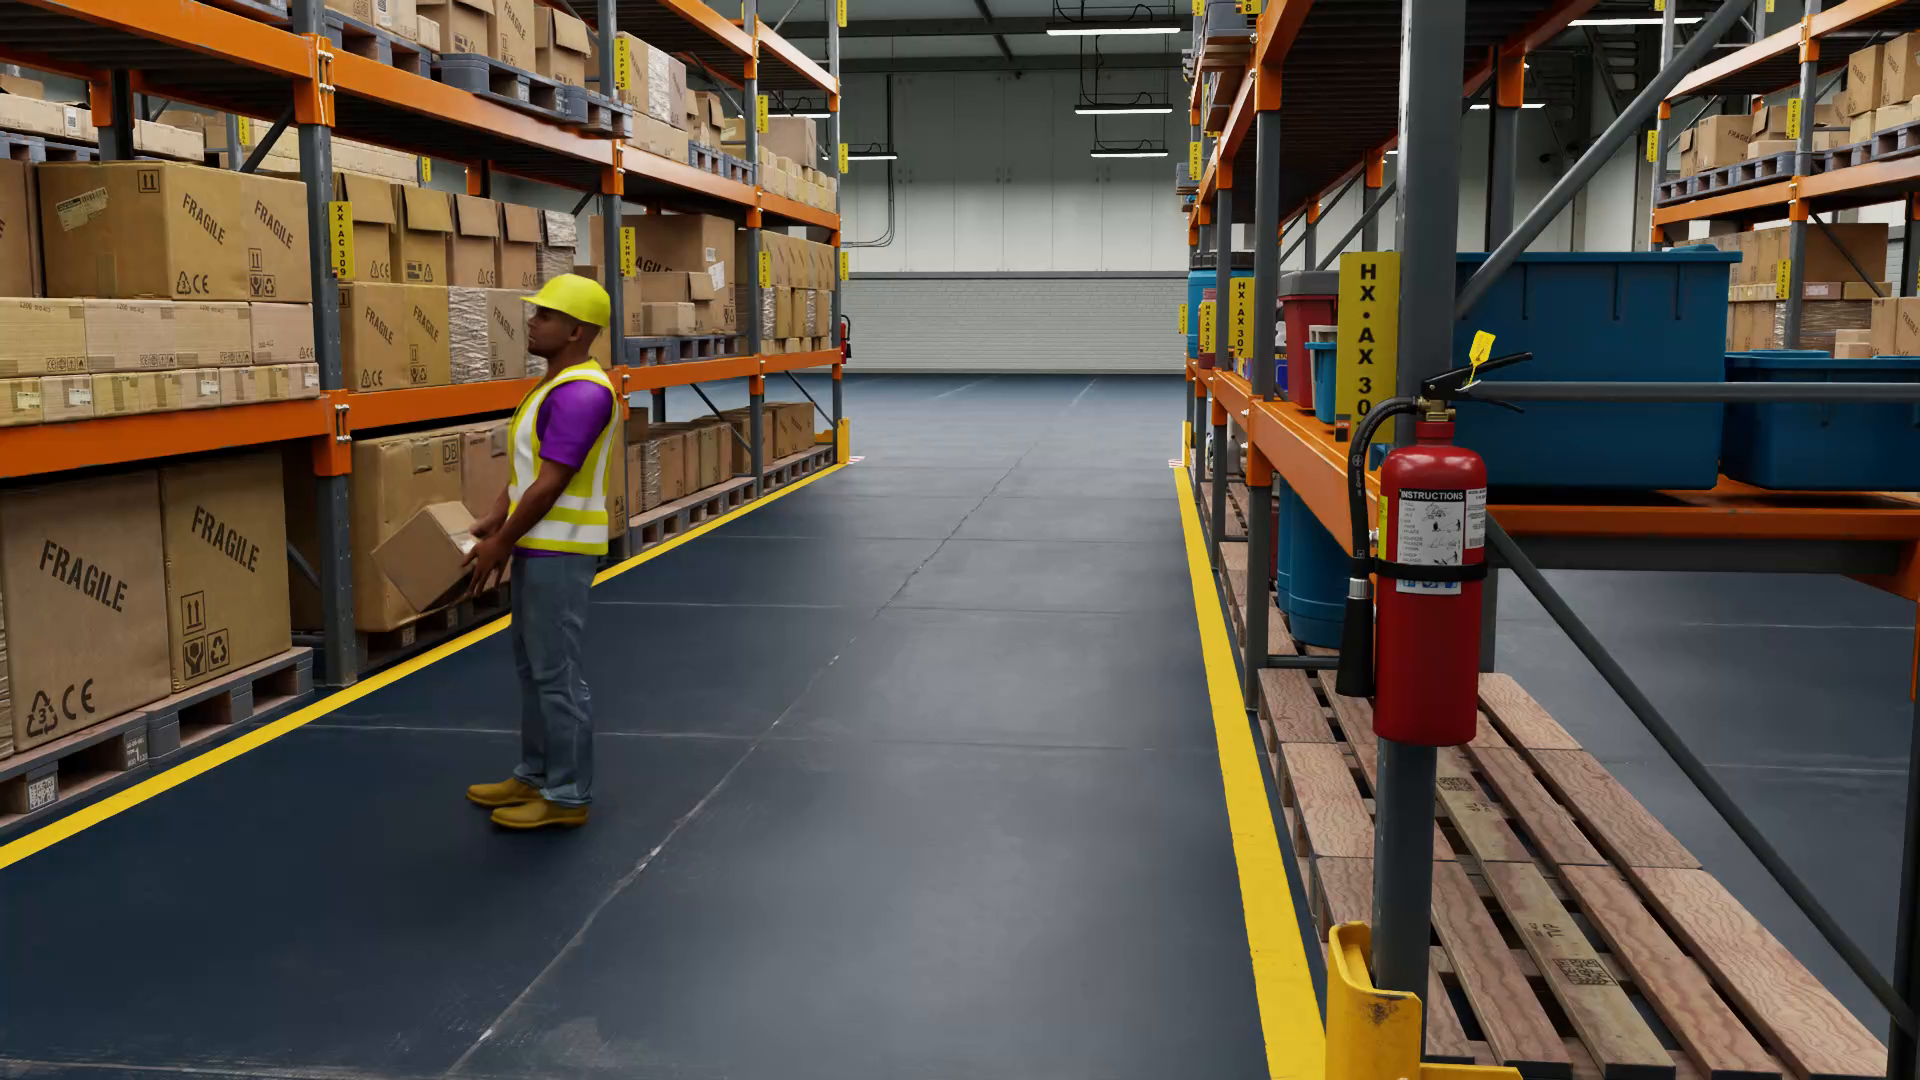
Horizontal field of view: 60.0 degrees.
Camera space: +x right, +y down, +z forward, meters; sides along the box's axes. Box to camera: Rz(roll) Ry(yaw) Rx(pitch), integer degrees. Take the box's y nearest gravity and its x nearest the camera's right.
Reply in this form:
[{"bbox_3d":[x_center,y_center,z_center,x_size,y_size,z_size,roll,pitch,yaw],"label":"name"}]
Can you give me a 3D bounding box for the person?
[{"bbox_3d":[-1.350,0.013,5.324,0.513,1.710,0.534,-3,8,-19],"label":"person"}]
